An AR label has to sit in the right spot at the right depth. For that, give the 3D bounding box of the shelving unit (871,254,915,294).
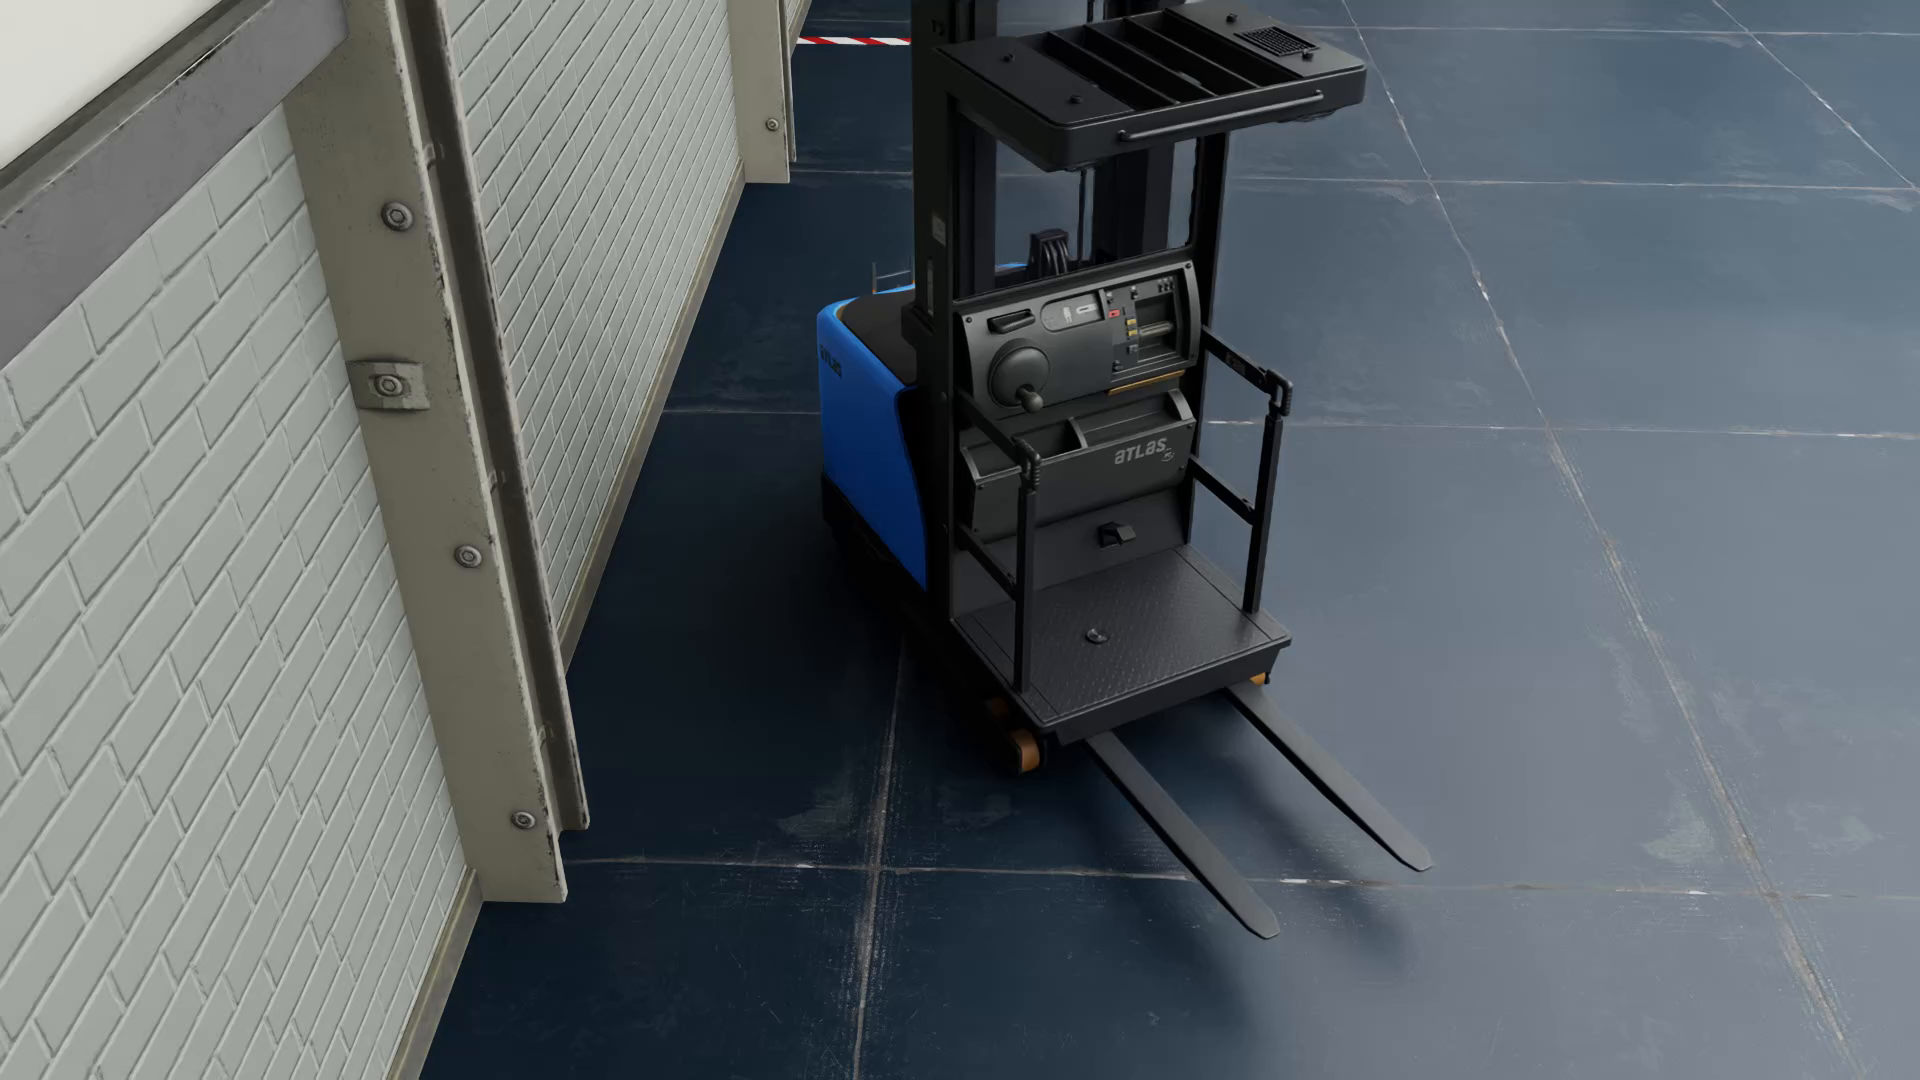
[{"bbox_3d":[-0.232,-0.716,7.356,0.215,1.050,0.252,-17,38,-22],"label":"shelving unit"}]

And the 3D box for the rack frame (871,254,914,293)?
[{"bbox_3d":[-0.289,-0.778,7.444,0.200,1.050,0.008,-17,38,-22],"label":"rack frame"}]

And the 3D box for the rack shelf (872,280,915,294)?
[{"bbox_3d":[-0.232,-0.939,7.198,0.215,0.259,0.240,-17,38,-22],"label":"rack shelf"}]

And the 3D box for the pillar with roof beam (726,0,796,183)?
[{"bbox_3d":[3.079,-5.939,7.875,9.100,9.000,0.400,1,35,2],"label":"pillar with roof beam"}]

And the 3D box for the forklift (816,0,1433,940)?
[{"bbox_3d":[0.531,-0.648,5.623,1.130,2.935,3.031,-17,38,-22],"label":"forklift"}]

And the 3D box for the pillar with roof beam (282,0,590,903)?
[{"bbox_3d":[2.838,-2.492,2.970,9.100,9.000,0.400,1,35,2],"label":"pillar with roof beam"}]

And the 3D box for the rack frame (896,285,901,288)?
[{"bbox_3d":[-0.175,-0.654,7.267,0.200,1.050,0.008,-17,38,-22],"label":"rack frame"}]
